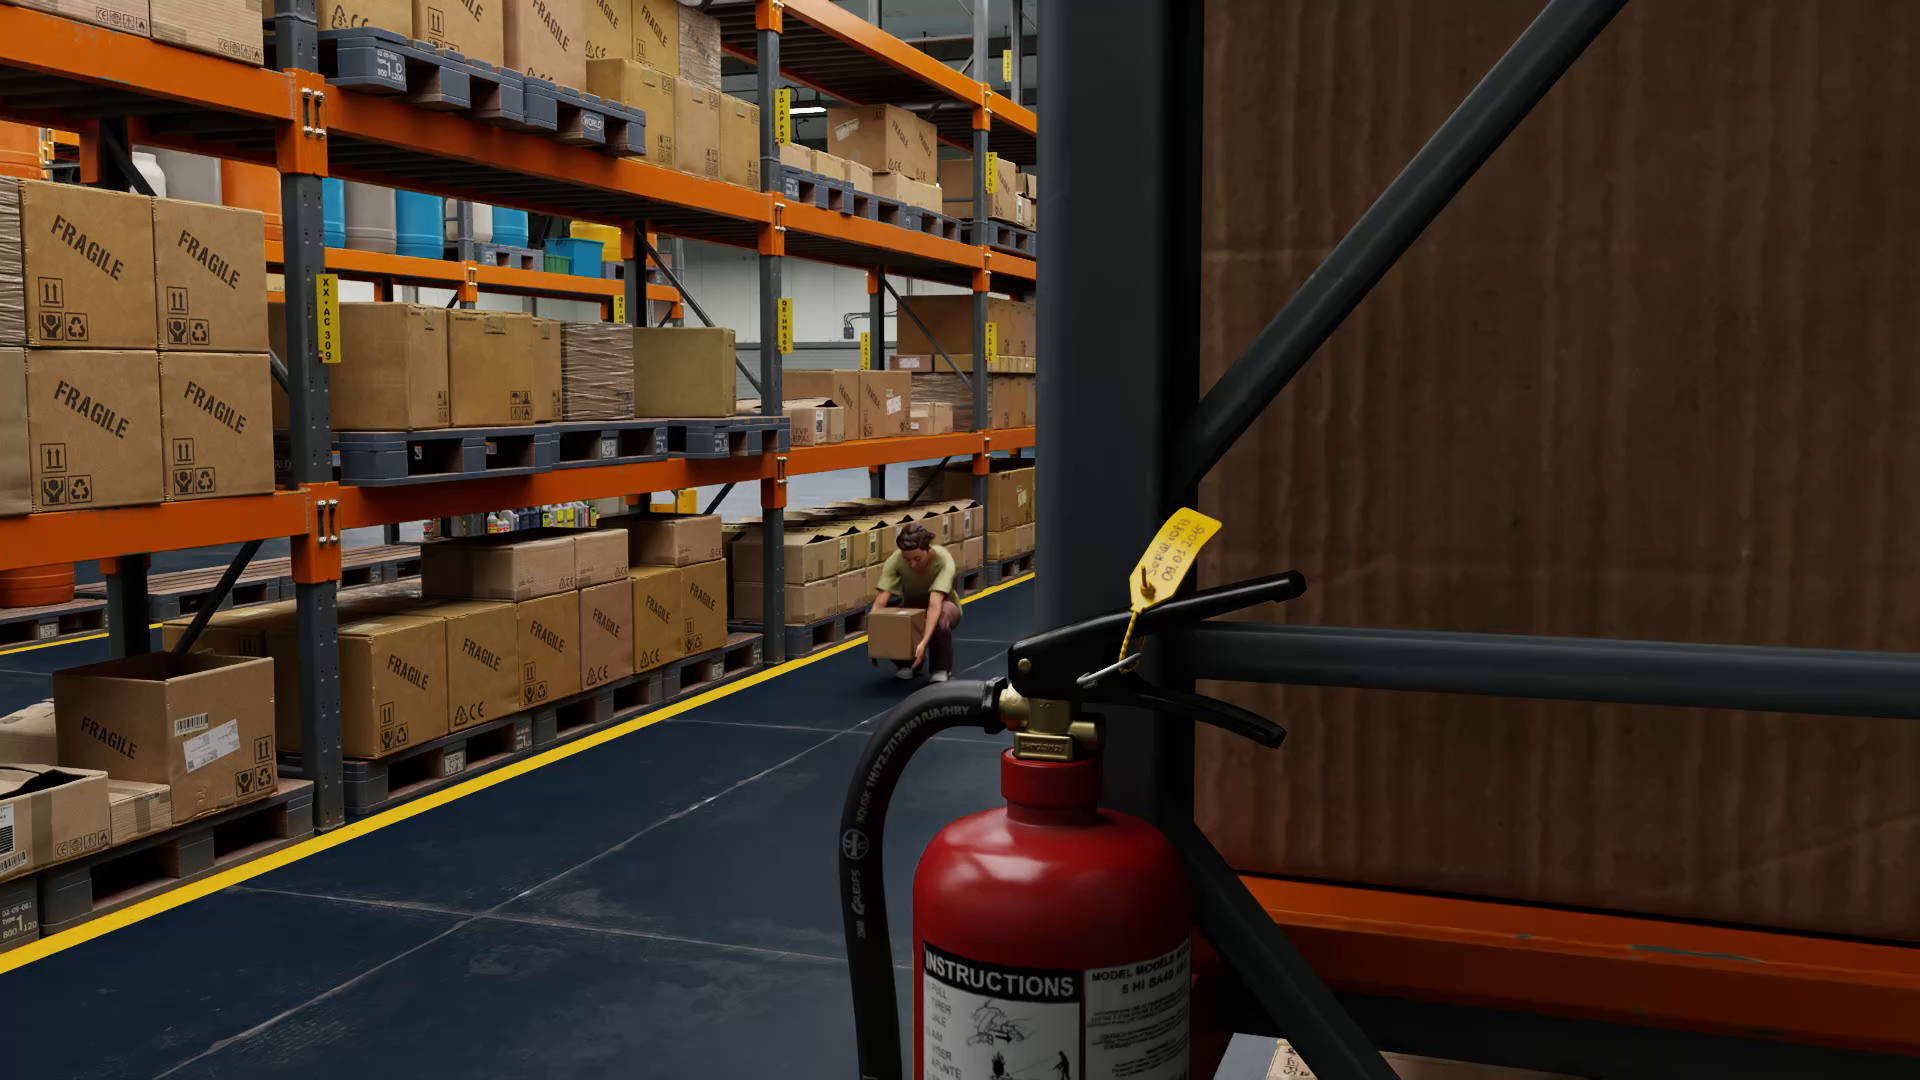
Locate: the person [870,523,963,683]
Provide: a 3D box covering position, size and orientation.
[{"bbox_3d":[-0.232,0.354,9.469,0.471,0.933,0.802,2,6,19],"label":"person"}]
